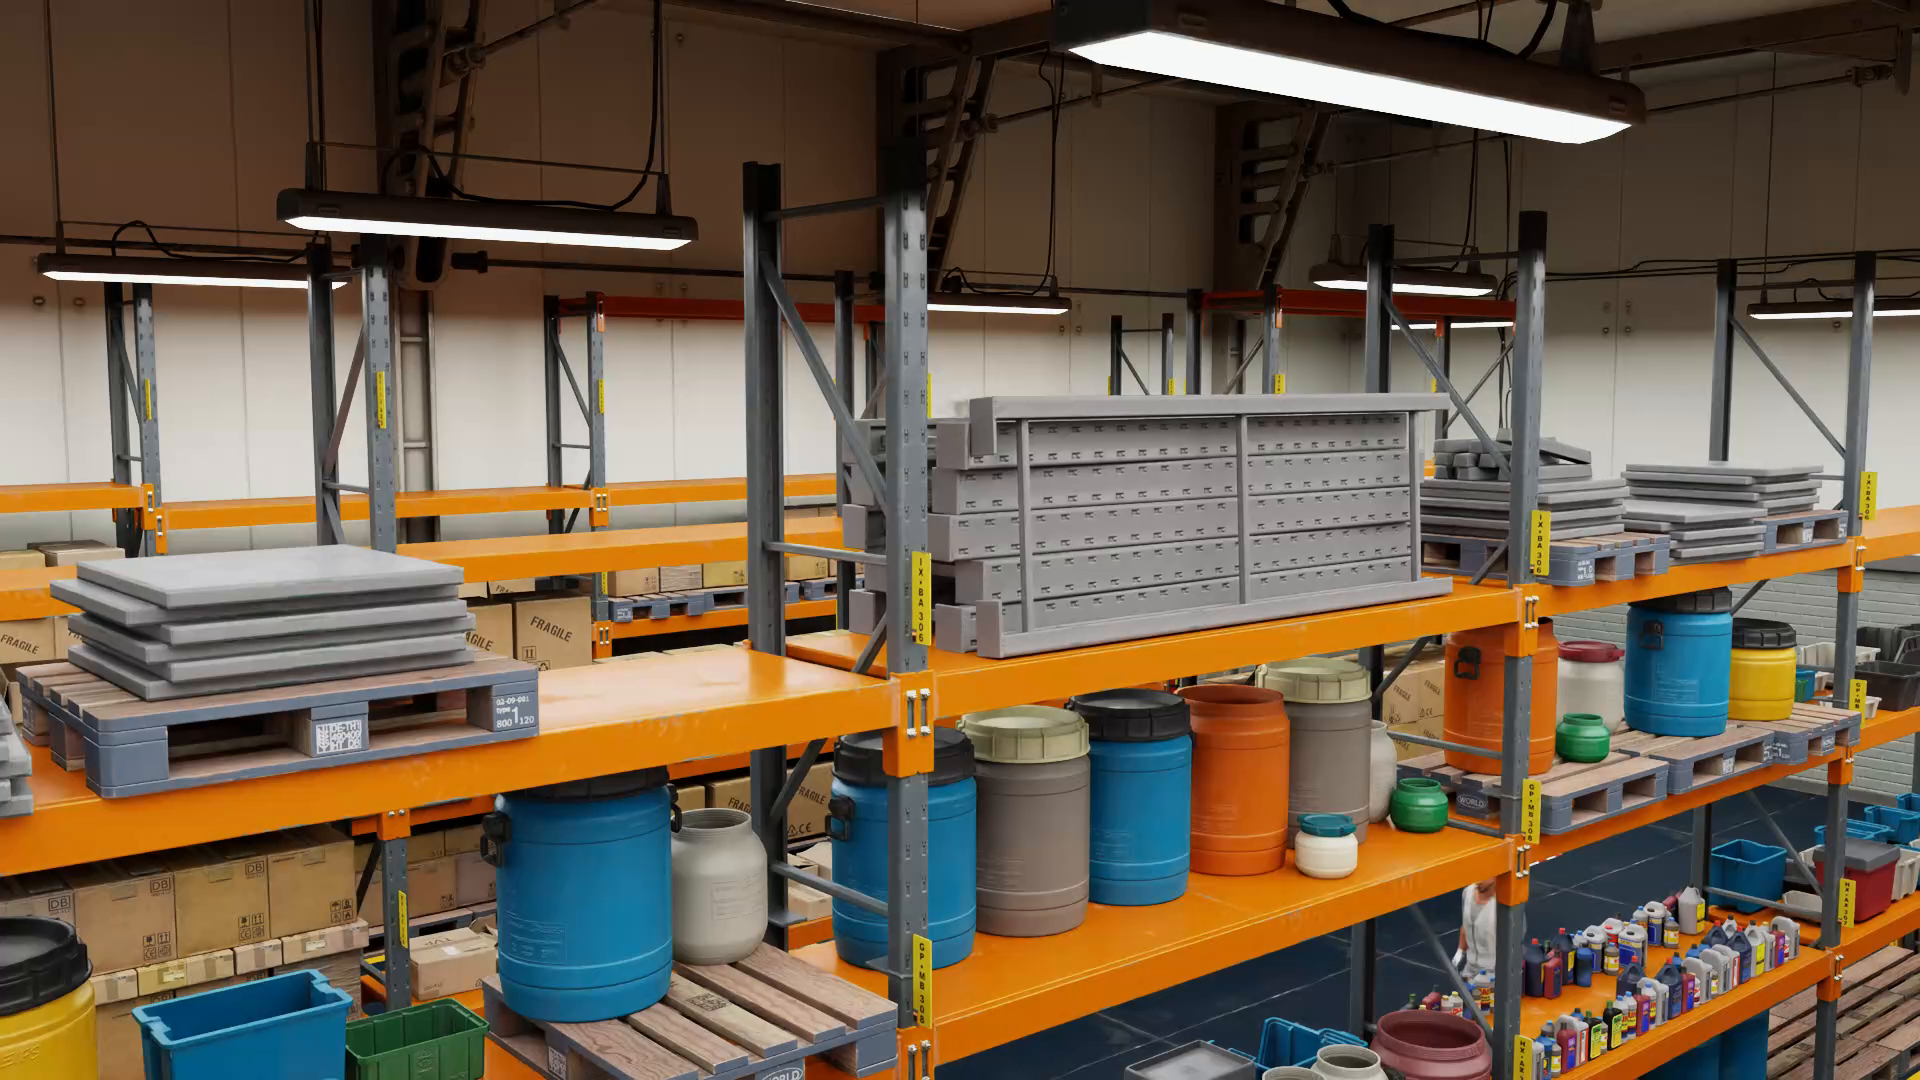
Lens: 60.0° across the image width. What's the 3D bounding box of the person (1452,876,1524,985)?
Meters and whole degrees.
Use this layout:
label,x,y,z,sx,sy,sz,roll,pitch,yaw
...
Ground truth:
label,x,y,z,sx,sy,sz,roll,pitch,yaw
person,4.018,3.122,12.364,0.700,1.708,0.810,-2,6,-22
